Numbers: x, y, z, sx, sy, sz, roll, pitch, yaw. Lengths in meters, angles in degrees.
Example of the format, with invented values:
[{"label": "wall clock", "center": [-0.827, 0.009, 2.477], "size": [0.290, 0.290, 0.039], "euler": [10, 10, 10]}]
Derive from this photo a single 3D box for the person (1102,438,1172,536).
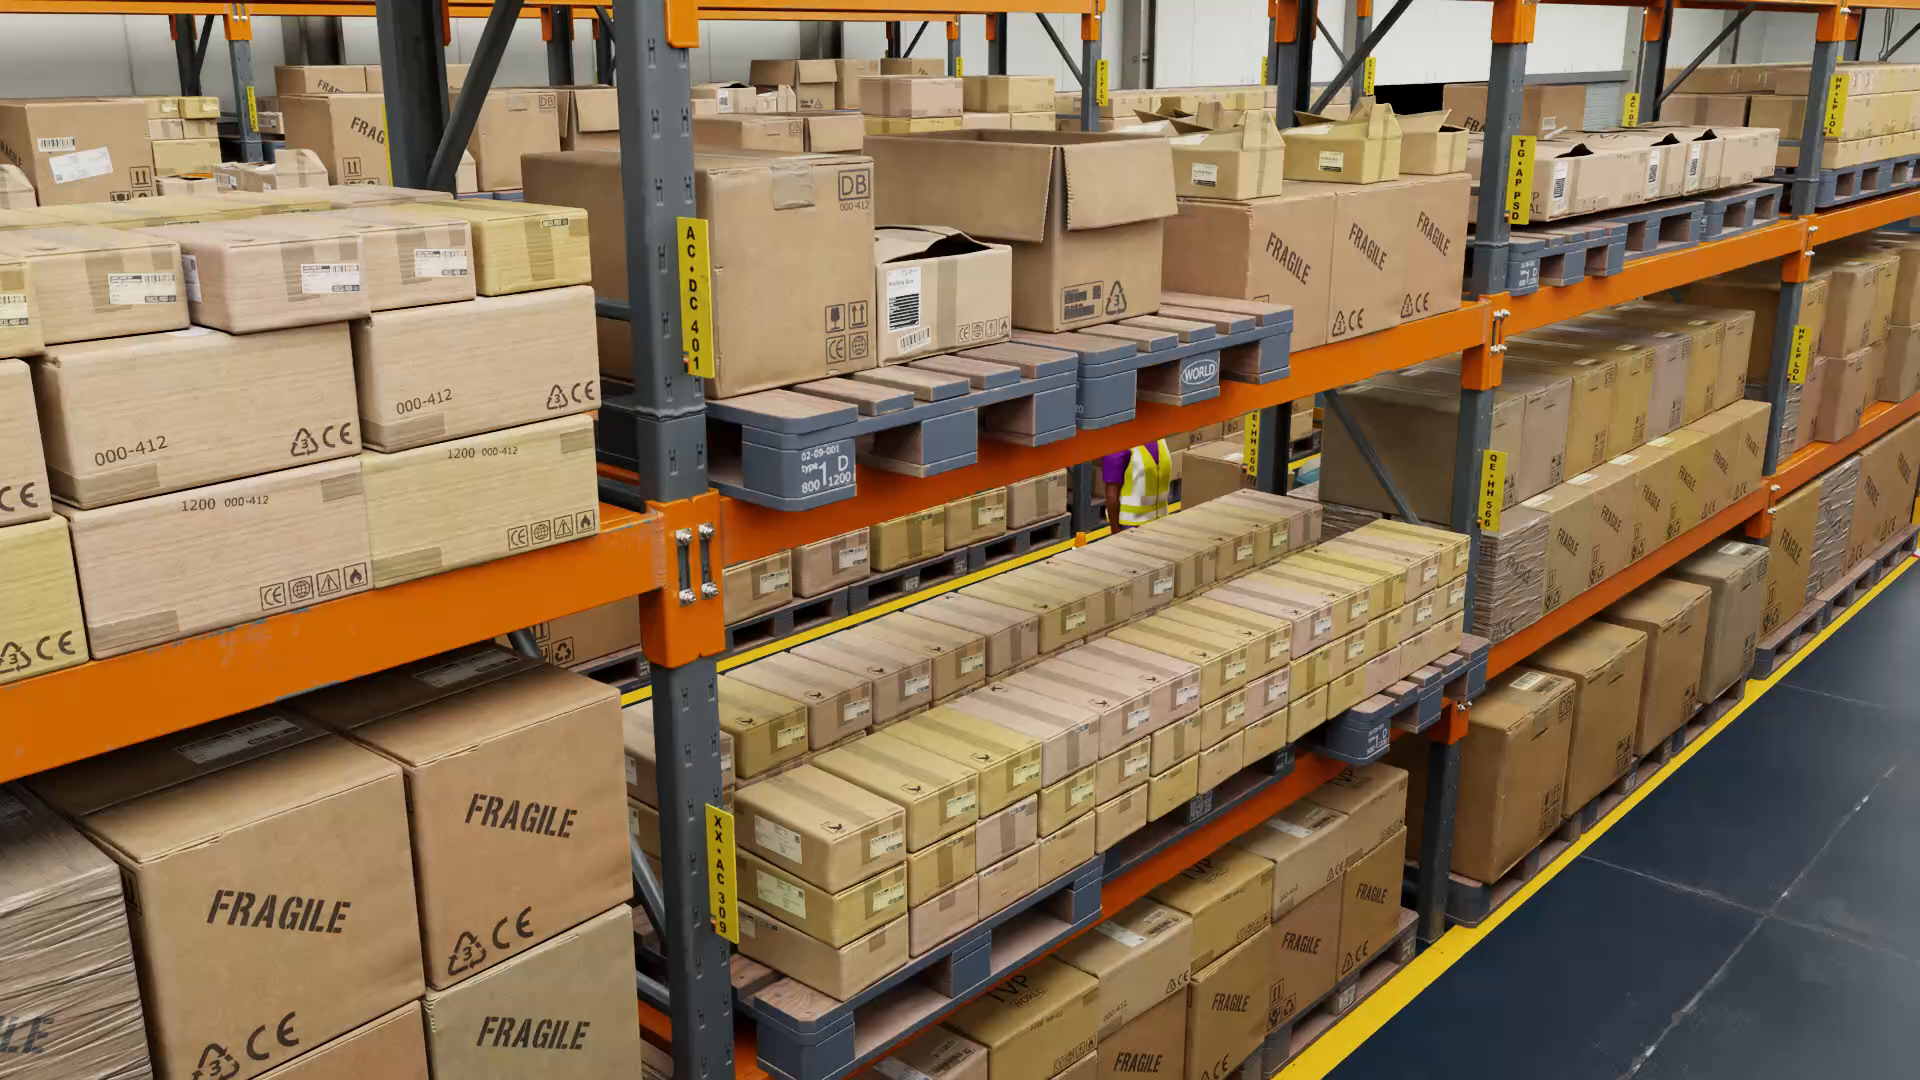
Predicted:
[{"label": "person", "center": [1.115, -0.117, 10.395], "size": [0.354, 1.761, 0.562], "euler": [15, 23, 41]}]
